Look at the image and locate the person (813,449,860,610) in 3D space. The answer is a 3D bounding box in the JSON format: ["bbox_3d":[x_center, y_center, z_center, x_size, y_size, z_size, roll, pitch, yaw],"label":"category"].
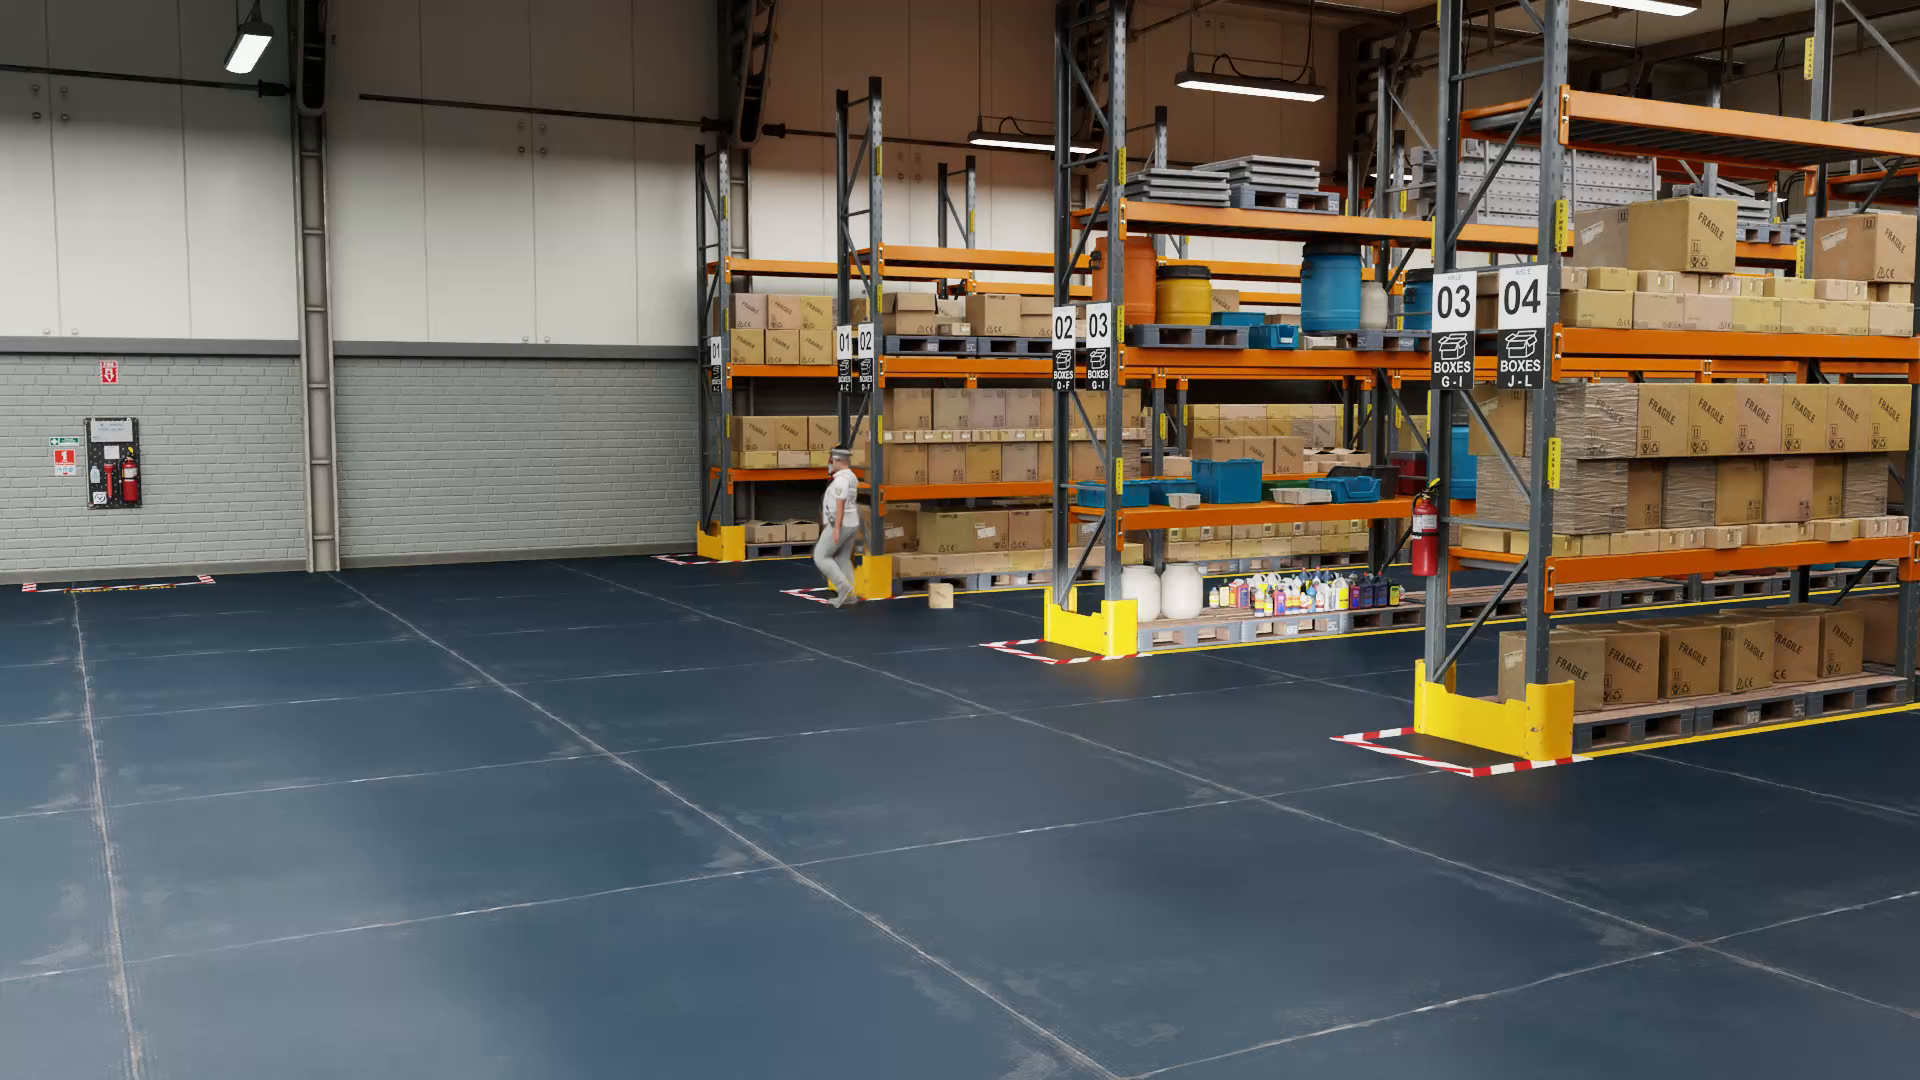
[{"bbox_3d":[-1.365,-0.125,18.541,0.452,1.785,0.575,1,5,14],"label":"person"}]
